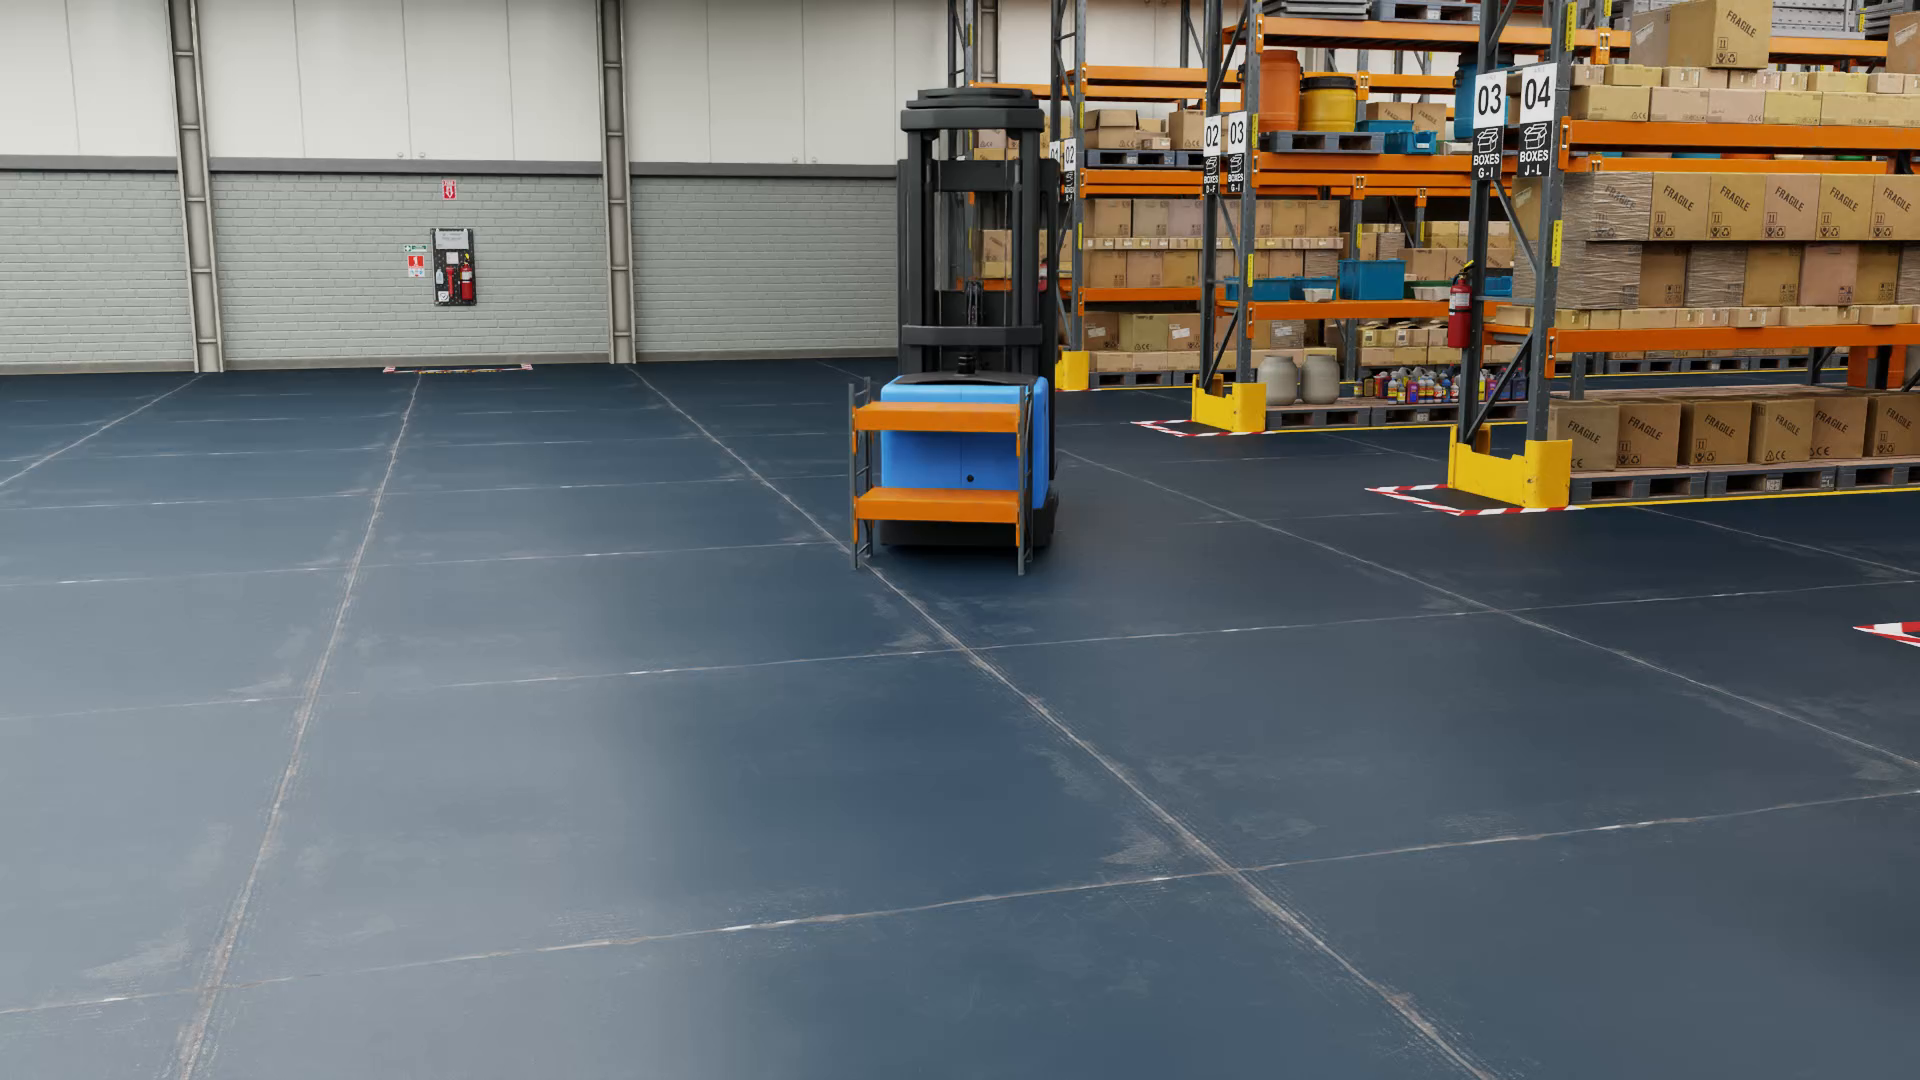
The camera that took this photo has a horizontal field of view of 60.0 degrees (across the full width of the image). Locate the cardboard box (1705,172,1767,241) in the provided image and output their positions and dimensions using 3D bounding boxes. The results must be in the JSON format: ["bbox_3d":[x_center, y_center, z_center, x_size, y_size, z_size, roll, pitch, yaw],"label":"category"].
[{"bbox_3d":[5.722,-2.528,12.634,0.500,0.500,0.500,-3,11,-16],"label":"cardboard box"}]

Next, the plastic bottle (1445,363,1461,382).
[{"bbox_3d":[5.540,-1.809,18.692,0.185,0.351,0.144,-4,11,-18],"label":"plastic bottle"}]

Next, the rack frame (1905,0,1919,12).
[{"bbox_3d":[7.997,-4.964,13.154,0.127,3.000,1.000,-3,11,-16],"label":"rack frame"}]

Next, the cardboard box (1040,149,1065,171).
[{"bbox_3d":[1.417,-5.950,26.463,0.500,0.500,0.500,-2,11,-13],"label":"cardboard box"}]

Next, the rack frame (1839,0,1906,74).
[{"bbox_3d":[10.453,-6.027,18.930,0.127,3.000,1.000,-3,11,-16],"label":"rack frame"}]

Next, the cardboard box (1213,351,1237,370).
[{"bbox_3d":[3.408,-2.451,22.512,0.500,0.250,0.500,-3,11,-16],"label":"cardboard box"}]

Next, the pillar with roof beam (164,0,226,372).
[{"bbox_3d":[-9.886,-6.174,19.731,0.400,9.000,9.100,-3,11,-16],"label":"pillar with roof beam"}]

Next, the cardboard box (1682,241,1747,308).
[{"bbox_3d":[5.630,-2.093,13.034,0.500,0.500,0.875,-3,11,-16],"label":"cardboard box"}]

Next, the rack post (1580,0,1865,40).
[{"bbox_3d":[8.479,-6.037,18.435,3.121,1.000,1.013,-3,11,-16],"label":"rack post"}]

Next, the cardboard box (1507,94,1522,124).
[{"bbox_3d":[4.548,-3.281,12.712,0.500,0.250,0.500,-3,11,-15],"label":"cardboard box"}]

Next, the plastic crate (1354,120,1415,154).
[{"bbox_3d":[4.518,-4.288,17.812,0.575,0.384,0.392,-3,11,-16],"label":"plastic crate"}]

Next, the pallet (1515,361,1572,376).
[{"bbox_3d":[8.271,-2.532,24.215,1.213,0.211,1.003,-3,11,-16],"label":"pallet"}]

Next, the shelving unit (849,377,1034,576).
[{"bbox_3d":[-0.104,-0.398,10.099,1.048,1.125,0.538,2,11,9],"label":"shelving unit"}]

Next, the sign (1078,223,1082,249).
[{"bbox_3d":[1.540,-3.901,21.341,0.005,0.325,0.100,-3,11,-16],"label":"sign"}]

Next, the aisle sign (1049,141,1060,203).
[{"bbox_3d":[1.246,-4.859,21.976,0.004,0.787,0.394,-3,11,-16],"label":"aisle sign"}]

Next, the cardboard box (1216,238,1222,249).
[{"bbox_3d":[3.304,-3.961,22.211,0.250,0.149,0.380,-3,11,-15],"label":"cardboard box"}]

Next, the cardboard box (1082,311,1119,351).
[{"bbox_3d":[1.822,-2.835,22.524,0.500,0.500,0.500,-3,11,-16],"label":"cardboard box"}]

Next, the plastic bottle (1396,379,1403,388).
[{"bbox_3d":[4.848,-1.675,18.375,0.097,0.201,0.097,0,10,0],"label":"plastic bottle"}]

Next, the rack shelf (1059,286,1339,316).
[{"bbox_3d":[3.311,-3.280,22.567,4.000,0.370,1.077,-3,11,-16],"label":"rack shelf"}]

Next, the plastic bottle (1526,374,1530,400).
[{"bbox_3d":[6.242,-1.673,18.136,0.133,0.283,0.061,-2,11,-13],"label":"plastic bottle"}]

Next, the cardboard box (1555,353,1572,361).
[{"bbox_3d":[8.635,-2.723,23.988,0.500,0.250,0.500,-3,11,-15],"label":"cardboard box"}]

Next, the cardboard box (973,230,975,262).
[{"bbox_3d":[0.396,-4.760,26.903,0.500,0.500,0.500,-3,11,-17],"label":"cardboard box"}]

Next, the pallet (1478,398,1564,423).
[{"bbox_3d":[5.956,-1.476,18.481,1.213,0.211,1.003,-3,11,-16],"label":"pallet"}]

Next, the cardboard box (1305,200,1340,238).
[{"bbox_3d":[4.807,-4.399,22.798,0.500,0.500,0.700,-3,11,-16],"label":"cardboard box"}]

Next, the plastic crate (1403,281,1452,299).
[{"bbox_3d":[5.230,-2.750,18.286,0.662,0.188,0.450,-3,11,-16],"label":"plastic crate"}]

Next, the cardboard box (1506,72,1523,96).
[{"bbox_3d":[4.335,-3.477,12.674,0.250,0.149,0.380,-3,11,-16],"label":"cardboard box"}]

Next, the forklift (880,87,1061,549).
[{"bbox_3d":[0.138,-1.605,11.671,1.130,2.935,3.031,1,10,5],"label":"forklift"}]

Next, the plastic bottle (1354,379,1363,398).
[{"bbox_3d":[4.412,-1.681,18.406,0.097,0.201,0.097,0,10,0],"label":"plastic bottle"}]

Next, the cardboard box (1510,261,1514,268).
[{"bbox_3d":[8.159,-3.882,24.097,0.500,0.311,0.500,-3,11,-17],"label":"cardboard box"}]

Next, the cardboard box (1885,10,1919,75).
[{"bbox_3d":[7.636,-3.863,12.979,0.500,0.500,0.500,-3,11,-18],"label":"cardboard box"}]

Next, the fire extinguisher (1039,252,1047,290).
[{"bbox_3d":[1.147,-3.570,22.366,0.183,0.674,0.296,-3,11,-16],"label":"fire extinguisher"}]

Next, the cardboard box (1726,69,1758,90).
[{"bbox_3d":[5.743,-3.442,12.486,0.250,0.149,0.380,-4,11,-19],"label":"cardboard box"}]

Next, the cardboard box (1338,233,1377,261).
[{"bbox_3d":[6.706,-5.006,28.461,0.500,0.500,0.700,-4,11,-21],"label":"cardboard box"}]

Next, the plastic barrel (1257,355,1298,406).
[{"bbox_3d":[3.382,-1.701,17.714,0.421,0.512,0.421,0,10,0],"label":"plastic barrel"}]

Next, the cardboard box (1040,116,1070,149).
[{"bbox_3d":[1.425,-6.442,26.374,0.500,0.500,0.500,-3,11,-14],"label":"cardboard box"}]

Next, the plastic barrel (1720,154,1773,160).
[{"bbox_3d":[8.976,-4.726,18.962,0.708,0.830,0.600,-3,11,-16],"label":"plastic barrel"}]

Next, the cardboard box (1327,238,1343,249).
[{"bbox_3d":[5.030,-4.053,22.707,0.250,0.149,0.380,-3,11,-16],"label":"cardboard box"}]

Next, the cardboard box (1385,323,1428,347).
[{"bbox_3d":[6.180,-2.867,23.223,0.500,0.311,0.500,-3,11,-17],"label":"cardboard box"}]

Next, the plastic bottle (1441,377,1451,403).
[{"bbox_3d":[5.219,-1.616,17.863,0.097,0.271,0.097,0,10,0],"label":"plastic bottle"}]

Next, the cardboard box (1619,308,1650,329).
[{"bbox_3d":[4.986,-1.679,12.578,0.250,0.149,0.380,-3,11,-16],"label":"cardboard box"}]

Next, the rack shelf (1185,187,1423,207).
[{"bbox_3d":[5.763,-5.819,28.072,4.000,0.370,1.077,-3,11,-16],"label":"rack shelf"}]

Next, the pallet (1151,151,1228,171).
[{"bbox_3d":[3.250,-5.058,22.198,1.213,0.211,1.003,-3,11,-16],"label":"pallet"}]

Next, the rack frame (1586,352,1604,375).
[{"bbox_3d":[9.072,-3.938,24.152,0.127,3.000,1.000,-3,11,-16],"label":"rack frame"}]

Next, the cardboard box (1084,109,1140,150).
[{"bbox_3d":[1.944,-5.363,21.775,0.637,0.503,0.797,-2,11,-12],"label":"cardboard box"}]

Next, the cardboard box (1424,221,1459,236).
[{"bbox_3d":[8.219,-5.352,28.612,0.500,0.250,0.500,-3,11,-15],"label":"cardboard box"}]

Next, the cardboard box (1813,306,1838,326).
[{"bbox_3d":[6.658,-1.773,13.086,0.250,0.149,0.380,-3,11,-16],"label":"cardboard box"}]

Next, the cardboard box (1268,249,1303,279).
[{"bbox_3d":[4.302,-3.733,22.764,0.500,0.500,0.700,-3,11,-17],"label":"cardboard box"}]

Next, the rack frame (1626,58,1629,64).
[{"bbox_3d":[11.524,-7.952,29.385,0.127,3.000,1.000,-3,11,-16],"label":"rack frame"}]

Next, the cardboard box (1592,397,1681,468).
[{"bbox_3d":[5.325,-0.853,13.138,0.500,0.500,0.500,0,10,-1],"label":"cardboard box"}]

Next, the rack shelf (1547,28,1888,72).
[{"bbox_3d":[8.532,-5.375,18.482,4.000,0.370,1.077,-3,11,-16],"label":"rack shelf"}]

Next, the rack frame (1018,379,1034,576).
[{"bbox_3d":[0.398,-0.384,10.024,0.032,1.125,0.500,2,11,9],"label":"rack frame"}]

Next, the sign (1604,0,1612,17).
[{"bbox_3d":[6.755,-5.626,17.327,0.005,0.325,0.100,-3,11,-16],"label":"sign"}]

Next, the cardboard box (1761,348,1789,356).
[{"bbox_3d":[12.042,-3.029,24.903,0.500,0.500,0.500,-3,11,-16],"label":"cardboard box"}]

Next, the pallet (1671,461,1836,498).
[{"bbox_3d":[6.188,-0.539,13.392,1.213,0.211,1.003,-3,11,-16],"label":"pallet"}]
